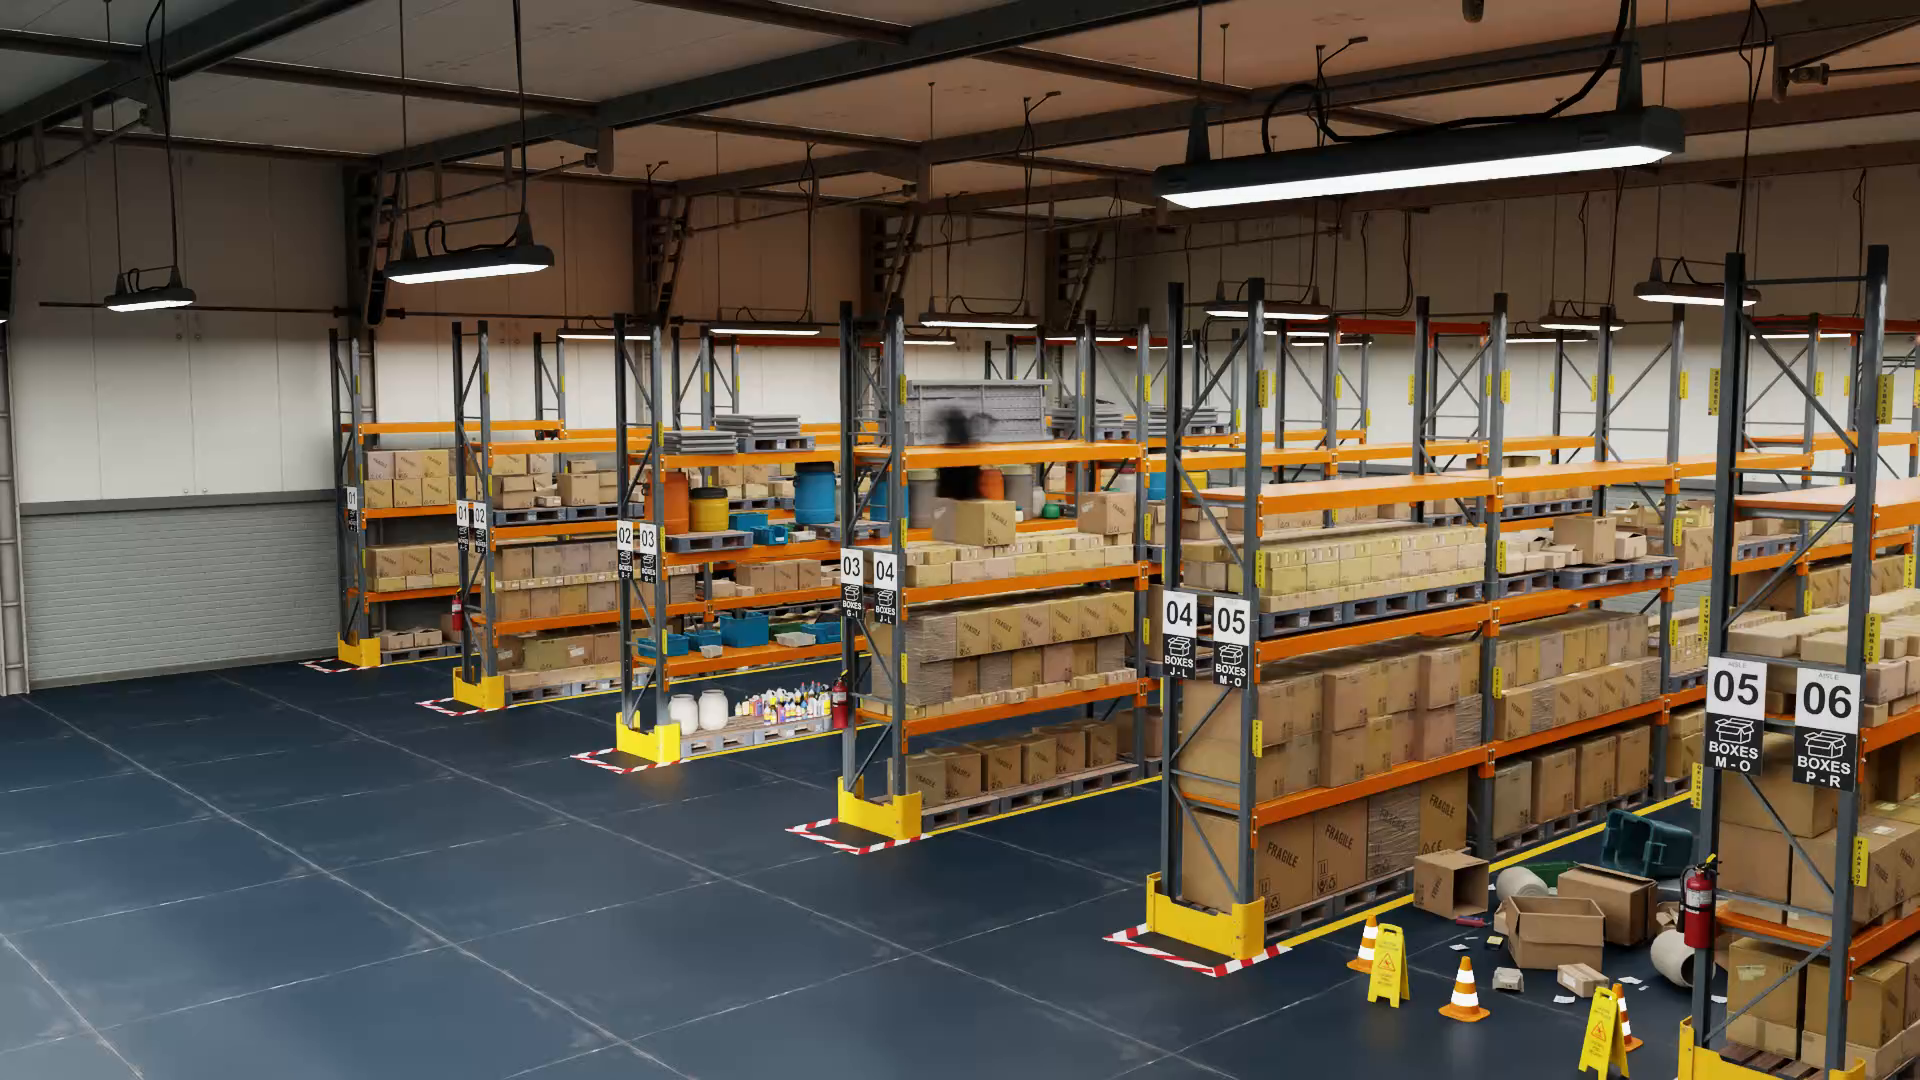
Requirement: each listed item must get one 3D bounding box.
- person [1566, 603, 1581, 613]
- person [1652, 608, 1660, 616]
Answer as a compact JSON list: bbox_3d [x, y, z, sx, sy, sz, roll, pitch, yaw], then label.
[{"bbox_3d":[9.427,1.756,25.745,0.690,1.721,0.597,4,7,37],"label":"person"},{"bbox_3d":[10.309,1.866,24.637,0.622,1.732,0.659,-5,8,-42],"label":"person"}]
